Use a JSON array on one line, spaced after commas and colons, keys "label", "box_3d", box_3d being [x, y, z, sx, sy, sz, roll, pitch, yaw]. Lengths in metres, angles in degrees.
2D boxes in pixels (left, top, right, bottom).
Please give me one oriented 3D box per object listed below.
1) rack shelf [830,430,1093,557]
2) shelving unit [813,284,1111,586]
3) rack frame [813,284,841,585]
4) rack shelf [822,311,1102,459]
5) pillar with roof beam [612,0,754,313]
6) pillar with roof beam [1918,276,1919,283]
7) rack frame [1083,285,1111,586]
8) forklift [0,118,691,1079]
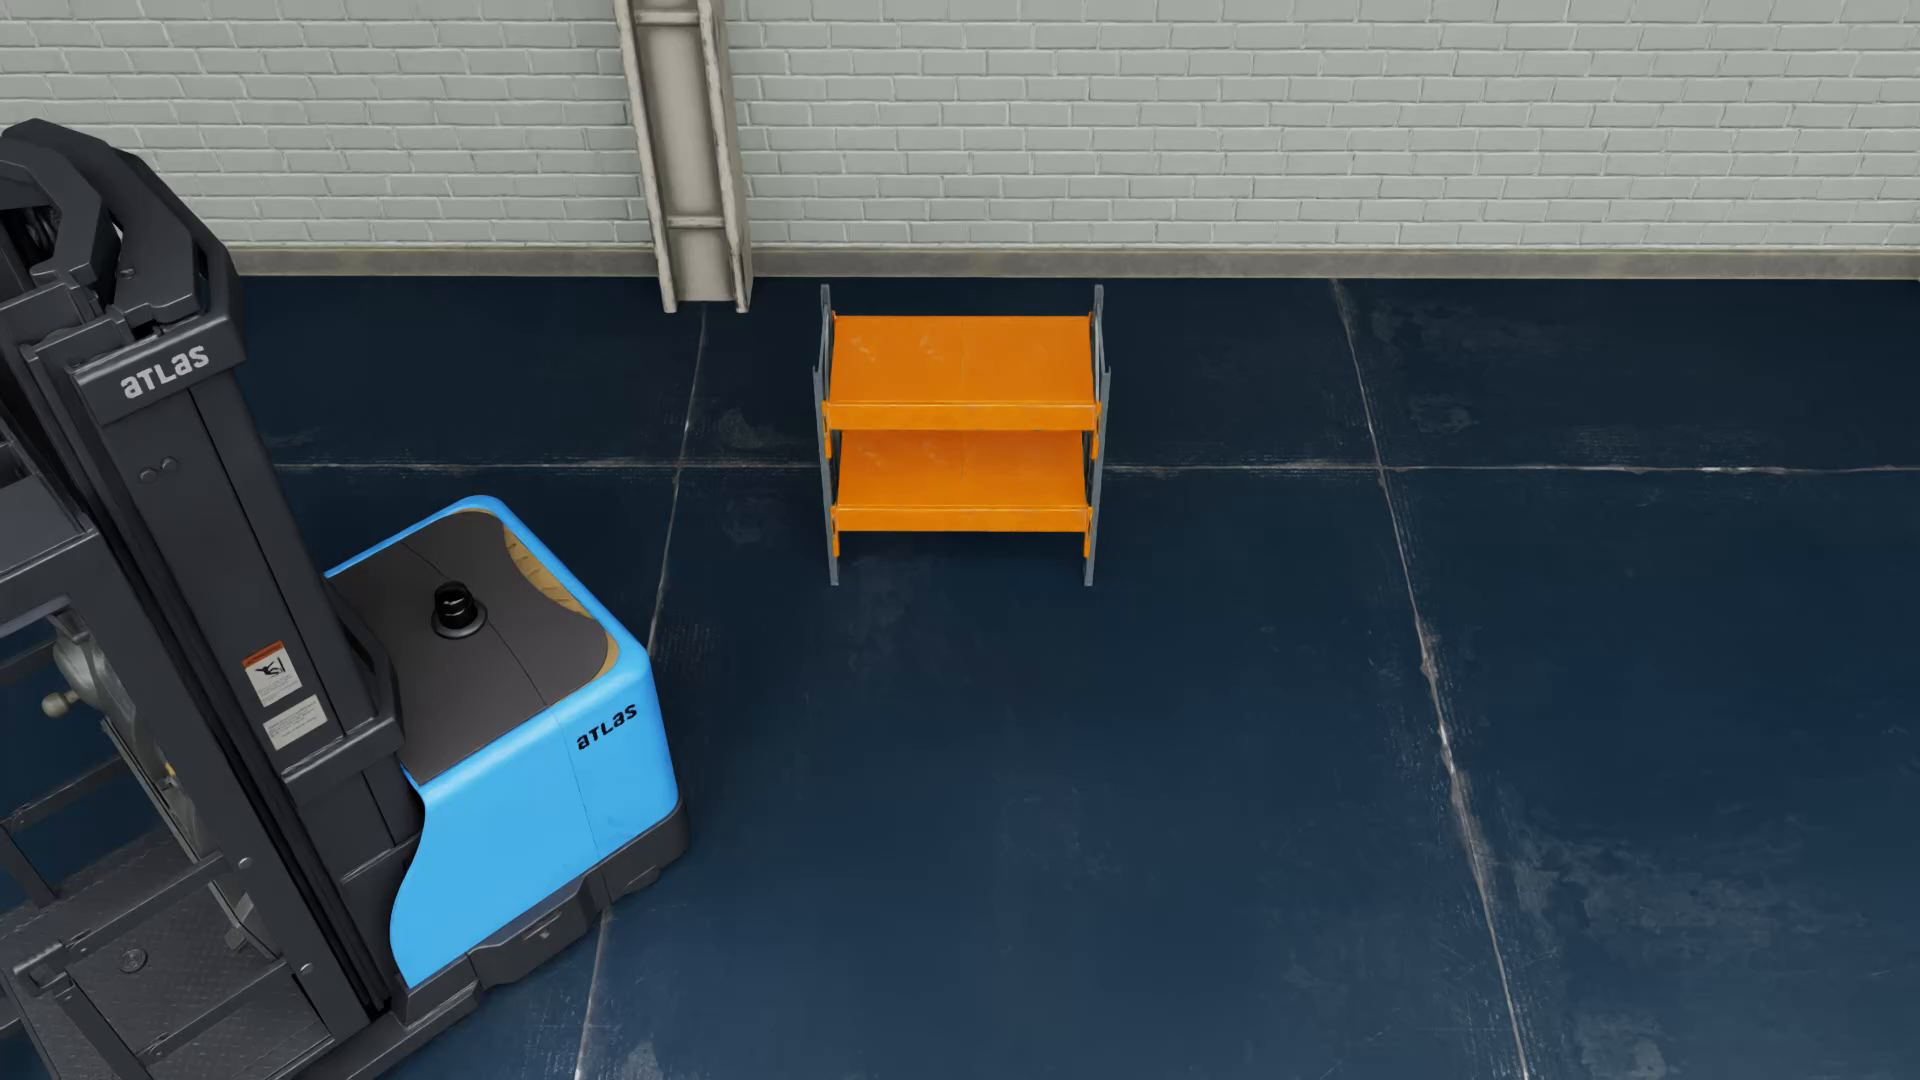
[{"label": "rack shelf", "box_3d": [0.007, -0.217, 6.598, 1.000, 0.278, 0.538, 0, 47, 0]}, {"label": "shelving unit", "box_3d": [0.007, -0.383, 6.419, 1.048, 1.125, 0.538, 0, 47, 0]}, {"label": "rack frame", "box_3d": [-0.502, -0.385, 6.420, 0.032, 1.125, 0.500, 0, 47, 0]}, {"label": "rack shelf", "box_3d": [0.007, -0.583, 6.205, 1.000, 0.278, 0.538, 0, 47, 0]}, {"label": "pillar with roof beam", "box_3d": [-1.211, -1.099, 1.706, 0.400, 9.000, 9.100, 0, 47, 0]}, {"label": "pillar with roof beam", "box_3d": [4.789, -1.082, 1.690, 0.400, 9.000, 9.100, 0, 47, 0]}, {"label": "rack frame", "box_3d": [0.515, -0.382, 6.418, 0.032, 1.125, 0.500, 0, 47, 0]}, {"label": "forklift", "box_3d": [-2.371, 0.536, 4.330, 3.031, 2.935, 1.130, -33, 55, -27]}]
